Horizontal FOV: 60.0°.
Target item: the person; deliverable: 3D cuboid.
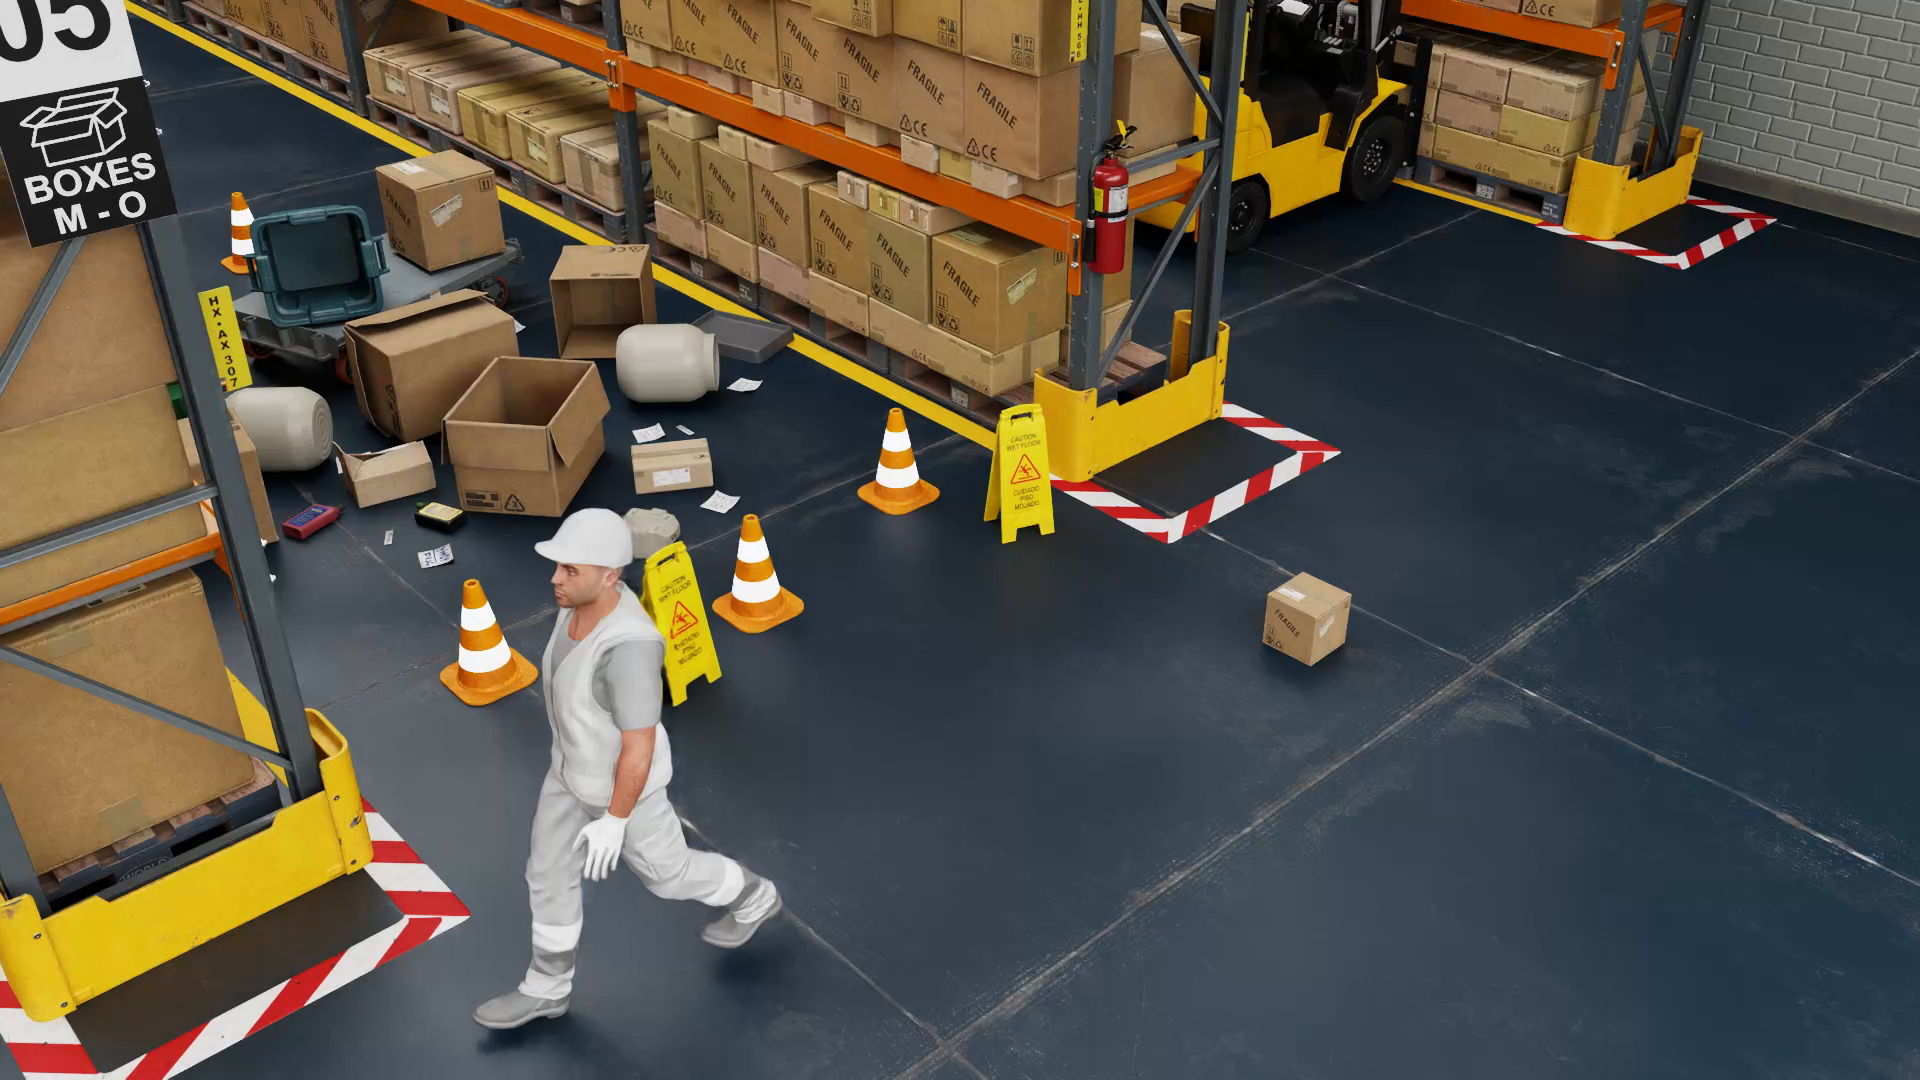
[{"bbox_3d":[-1.046,0.700,4.968,1.026,1.749,0.578,-20,37,-30],"label":"person"}]
